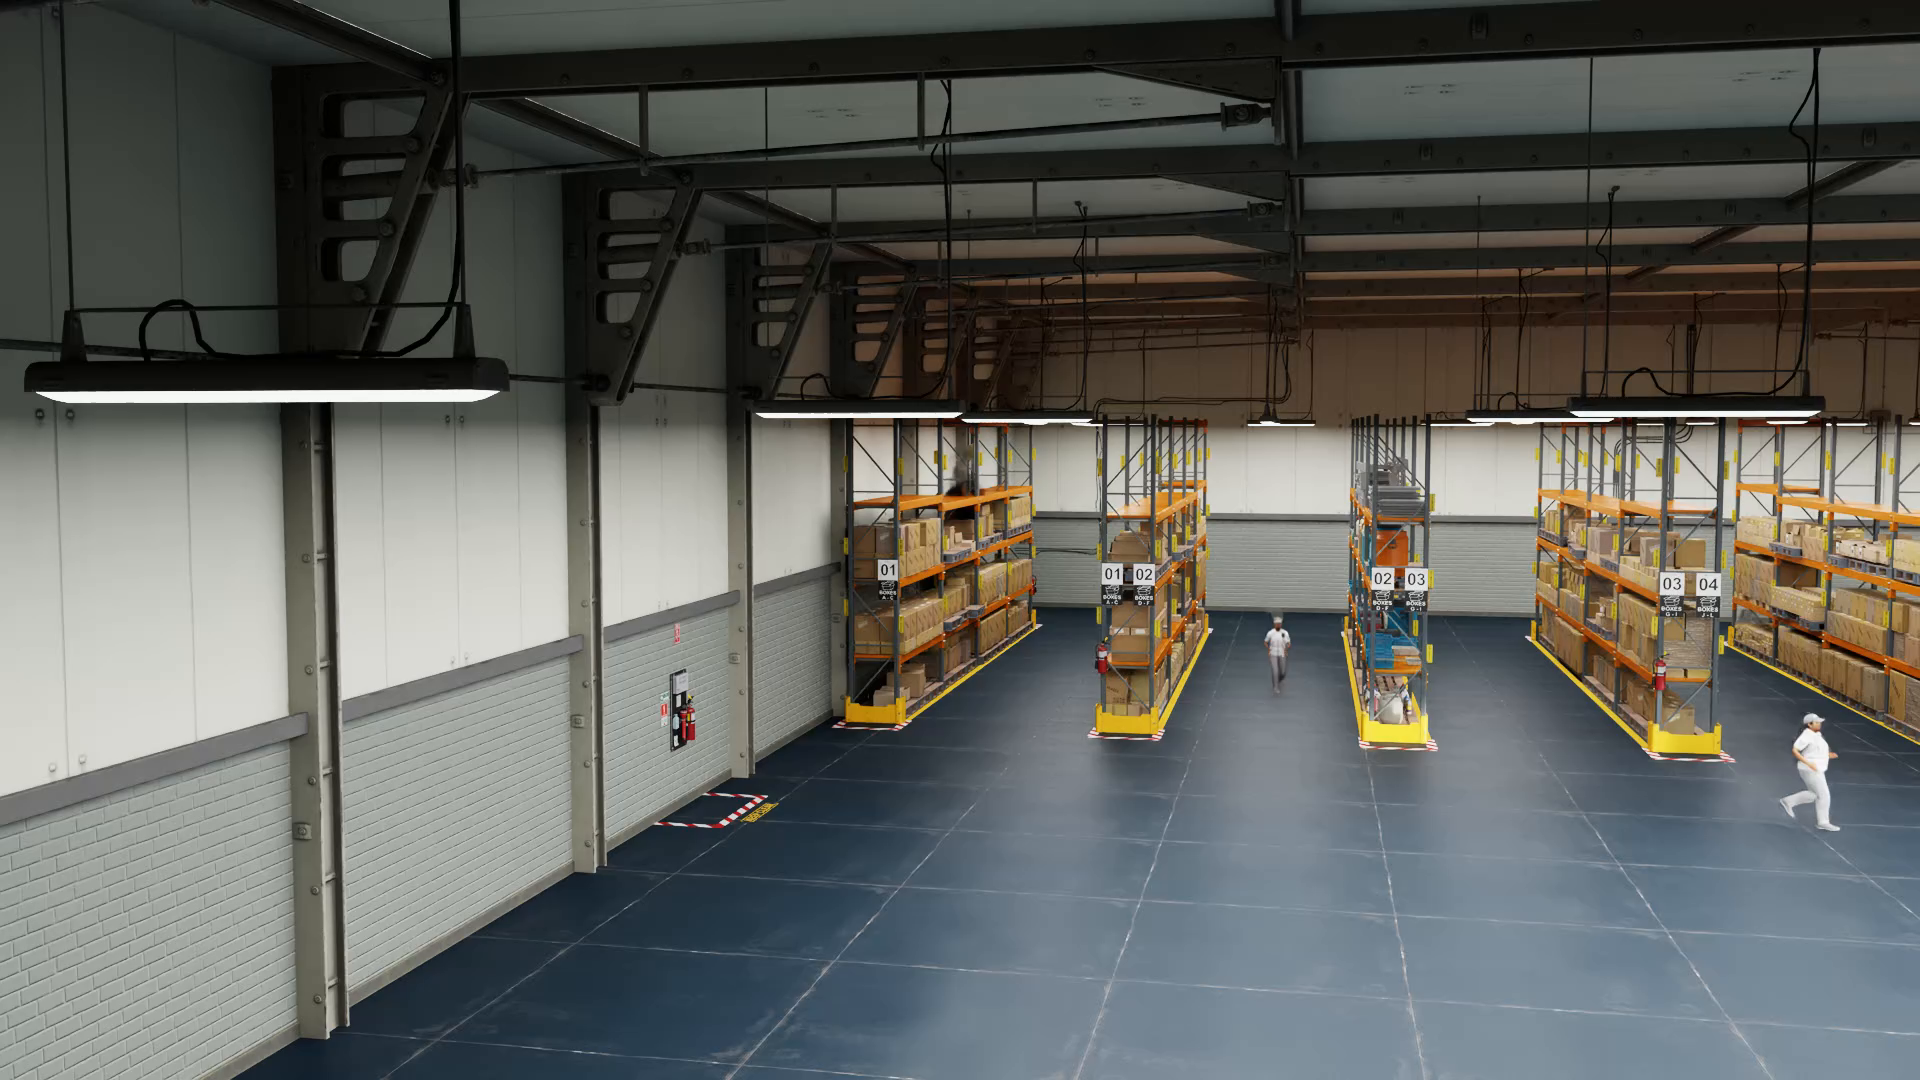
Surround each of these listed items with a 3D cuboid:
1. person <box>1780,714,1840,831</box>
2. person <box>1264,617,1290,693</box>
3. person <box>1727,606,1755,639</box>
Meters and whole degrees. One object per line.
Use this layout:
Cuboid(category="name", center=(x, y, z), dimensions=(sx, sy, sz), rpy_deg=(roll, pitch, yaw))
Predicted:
Cuboid(category="person", center=(12.217, 3.310, 23.892), dimensions=(0.843, 1.636, 0.621), rpy_deg=(3, 5, 41))
Cuboid(category="person", center=(6.890, 2.490, 36.123), dimensions=(0.574, 1.649, 0.566), rpy_deg=(0, 4, 6))
Cuboid(category="person", center=(21.402, 1.887, 45.167), dimensions=(0.878, 1.695, 0.634), rpy_deg=(1, 4, 8))
